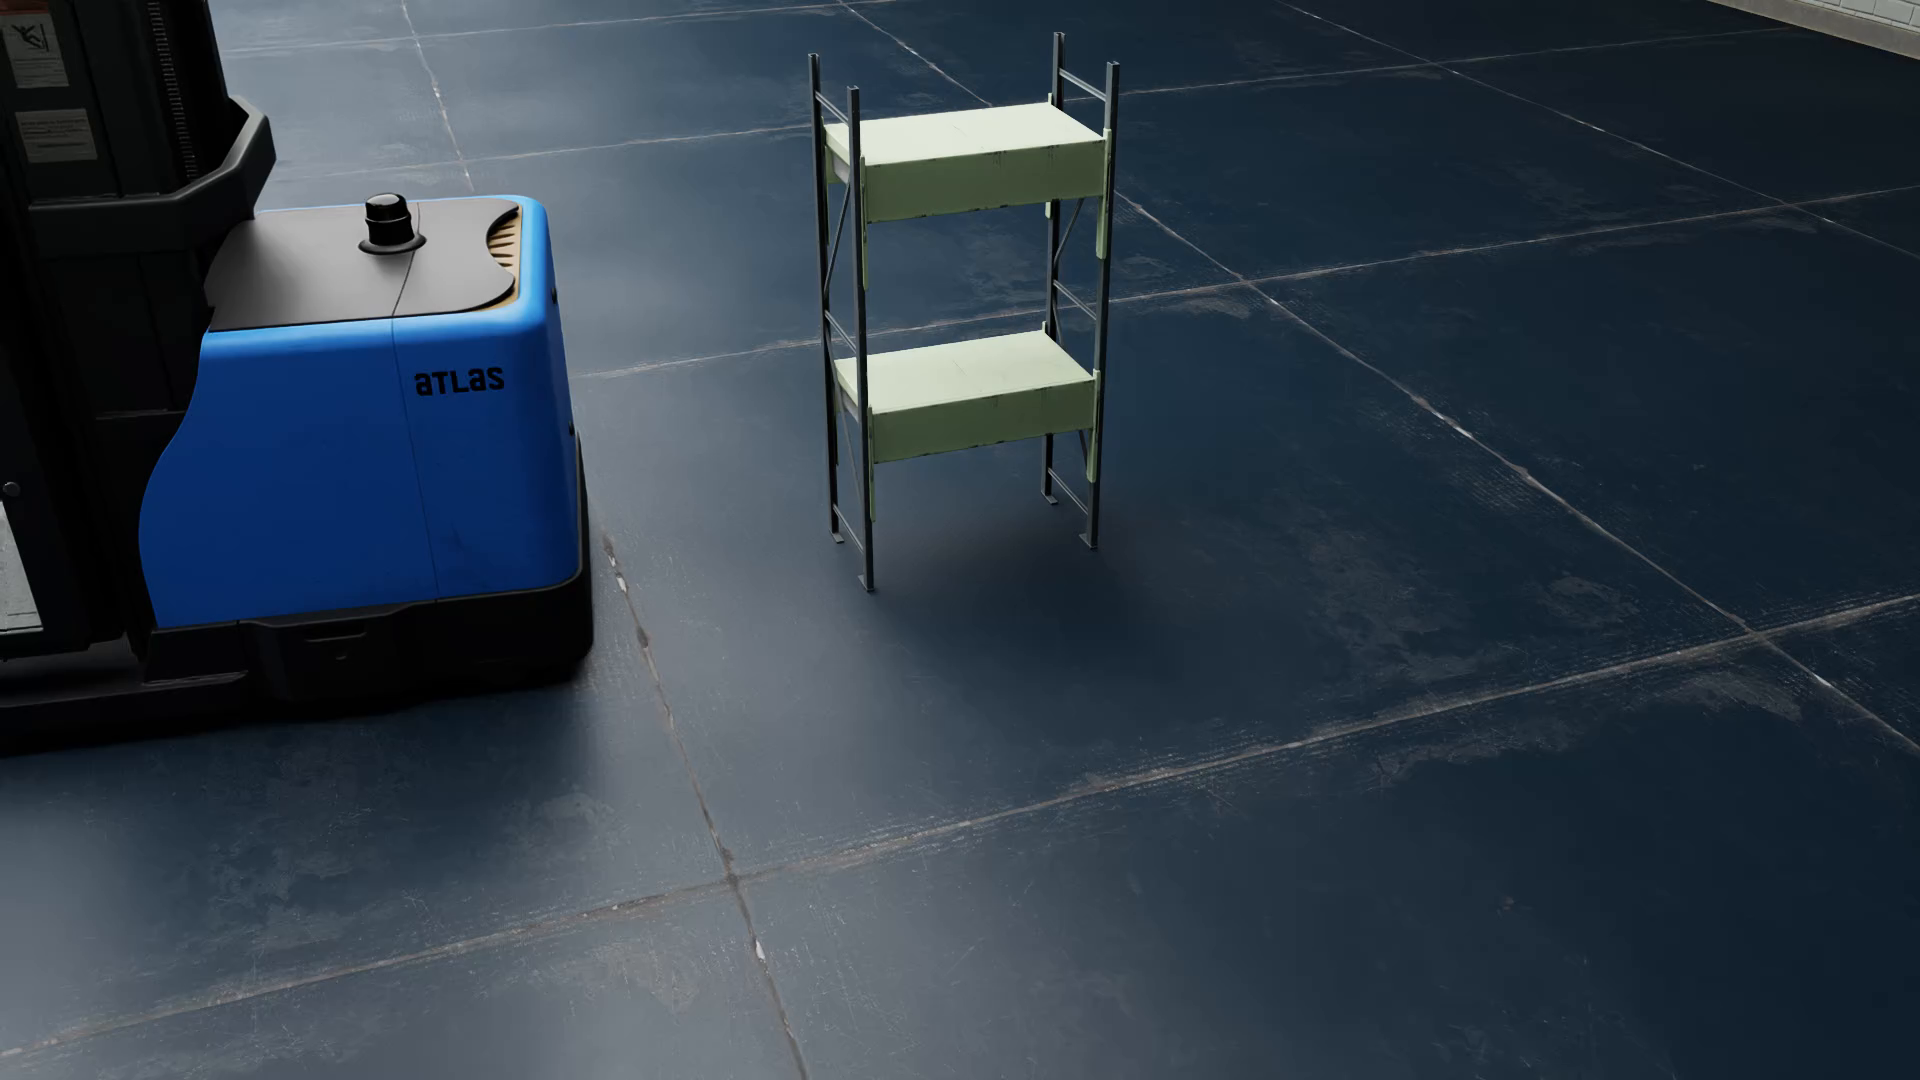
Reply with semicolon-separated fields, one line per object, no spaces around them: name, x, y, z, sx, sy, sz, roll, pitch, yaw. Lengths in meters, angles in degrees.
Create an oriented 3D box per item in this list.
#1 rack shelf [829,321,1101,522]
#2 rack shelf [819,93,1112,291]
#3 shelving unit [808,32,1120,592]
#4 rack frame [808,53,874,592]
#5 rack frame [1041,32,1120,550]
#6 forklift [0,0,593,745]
rack shelf;0.006;-0.370;5.042;0.720;0.370;0.431;-10;31;-18
rack shelf;0.006;-0.992;4.688;0.720;0.370;0.431;-10;31;-18
shelving unit;0.006;-0.653;4.881;0.755;1.500;0.431;-10;31;-18
rack frame;-0.337;-0.590;4.770;0.023;1.500;0.400;-10;31;-18
rack frame;0.349;-0.716;4.992;0.023;1.500;0.400;-10;31;-18
forklift;-2.588;-0.978;4.006;3.031;2.935;1.130;-6;30;-11
